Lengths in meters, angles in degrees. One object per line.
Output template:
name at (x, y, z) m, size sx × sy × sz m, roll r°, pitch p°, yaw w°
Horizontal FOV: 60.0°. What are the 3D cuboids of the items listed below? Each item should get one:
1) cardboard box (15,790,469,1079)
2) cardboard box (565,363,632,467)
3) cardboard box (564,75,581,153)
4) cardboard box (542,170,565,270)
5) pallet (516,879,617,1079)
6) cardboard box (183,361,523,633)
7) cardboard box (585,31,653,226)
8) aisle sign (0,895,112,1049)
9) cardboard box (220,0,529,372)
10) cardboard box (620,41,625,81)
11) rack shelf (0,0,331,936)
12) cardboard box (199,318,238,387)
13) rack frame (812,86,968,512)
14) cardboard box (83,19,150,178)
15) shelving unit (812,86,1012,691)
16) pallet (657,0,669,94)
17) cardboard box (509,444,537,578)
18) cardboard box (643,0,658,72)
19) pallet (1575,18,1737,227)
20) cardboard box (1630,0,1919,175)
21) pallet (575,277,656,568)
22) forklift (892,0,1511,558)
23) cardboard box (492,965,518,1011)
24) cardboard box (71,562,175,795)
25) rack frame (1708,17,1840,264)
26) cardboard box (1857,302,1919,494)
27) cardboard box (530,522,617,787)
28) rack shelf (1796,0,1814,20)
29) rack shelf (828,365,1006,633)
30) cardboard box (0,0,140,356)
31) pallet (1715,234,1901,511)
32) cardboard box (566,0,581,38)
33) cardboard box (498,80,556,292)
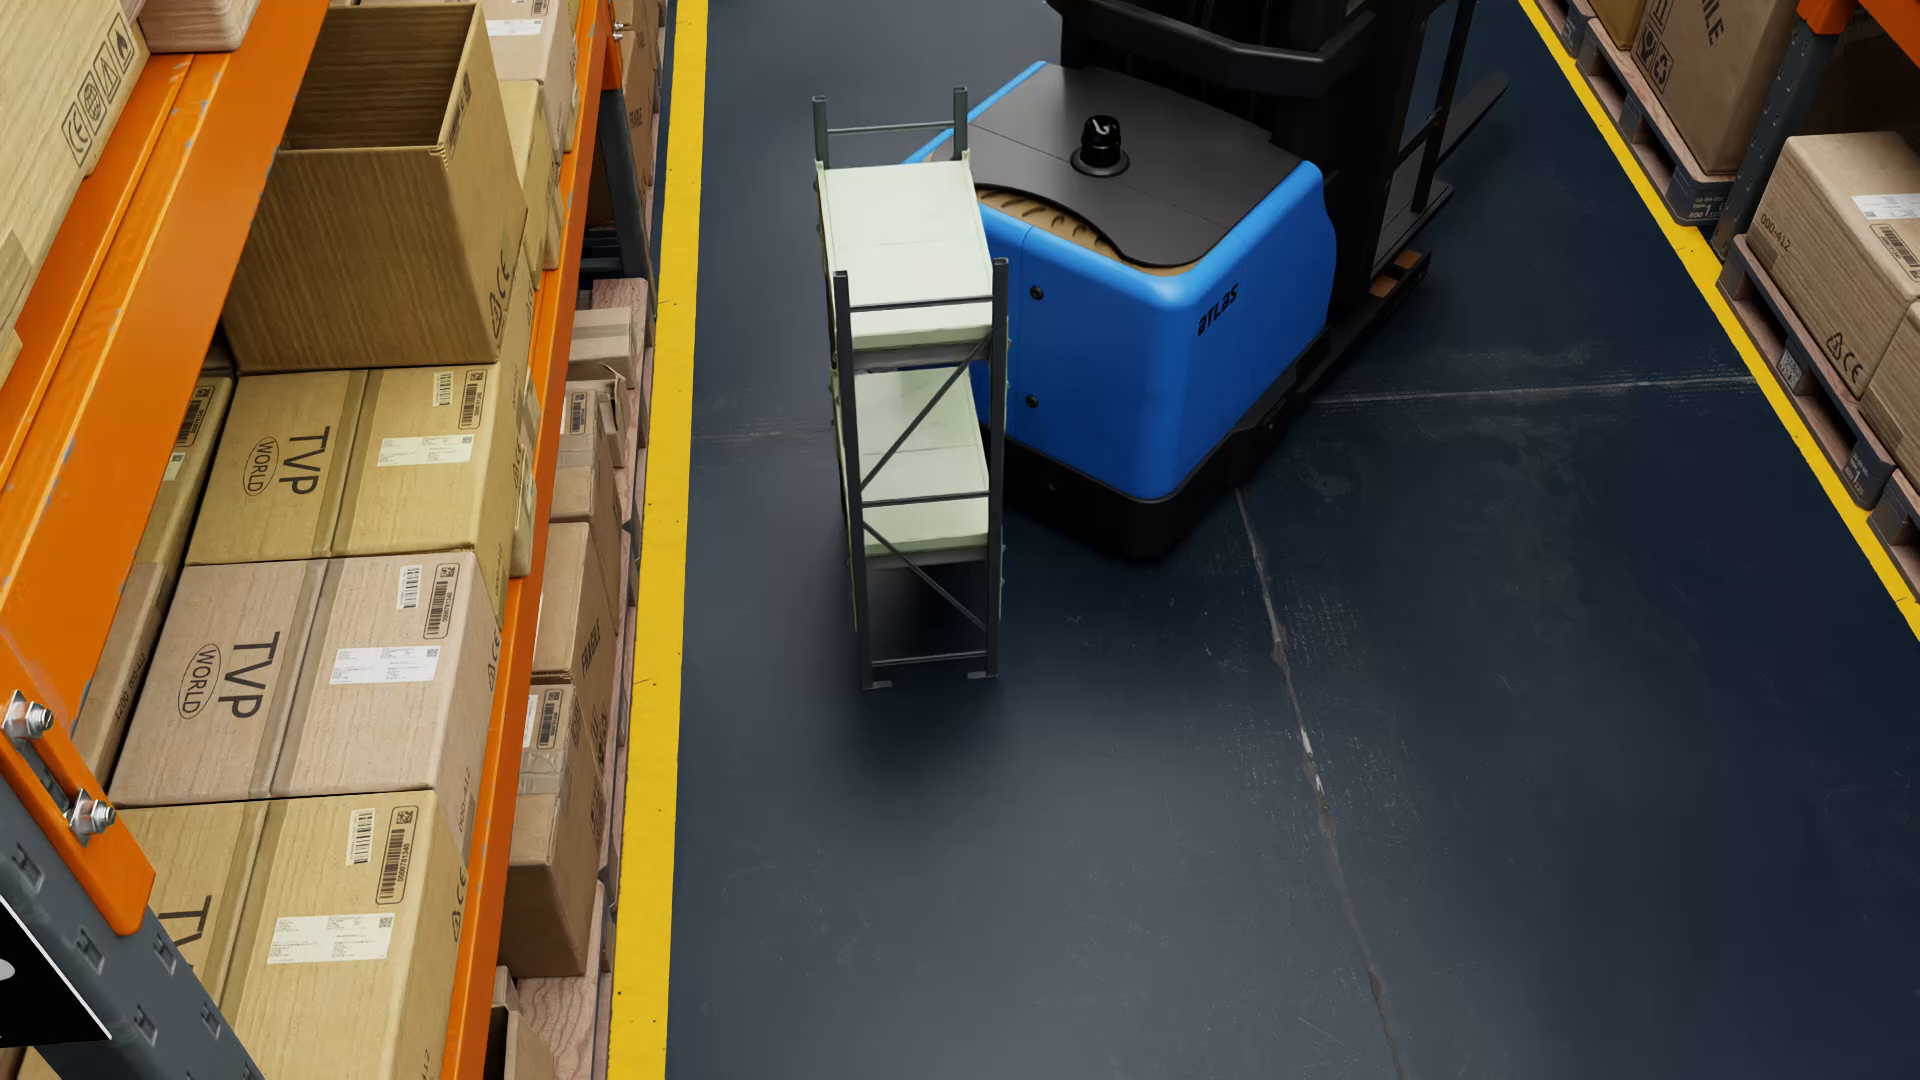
cardboard box at (-1.034, 0.660, 2.457) m, size 0.500 × 0.250 × 0.500 m, roll -3°, pitch 47°, yaw -3°
cardboard box at (-1.230, -0.399, 5.156) m, size 0.396 × 0.266 × 0.258 m, roll -2°, pitch 47°, yaw -2°
cardboard box at (-1.232, -1.163, 4.459) m, size 0.380 × 0.149 × 0.250 m, roll -2°, pitch 47°, yaw -2°
cardboard box at (-1.187, -0.789, 4.104) m, size 0.380 × 0.149 × 0.250 m, roll -4°, pitch 47°, yaw -4°
pallet at (-1.338, 1.383, 3.795) m, size 1.003 × 0.211 × 1.213 m, roll -3°, pitch 47°, yaw -3°
cardboard box at (-1.122, -0.071, 3.150) m, size 0.500 × 0.250 × 0.500 m, roll -4°, pitch 47°, yaw -4°
cardboard box at (-1.415, -1.487, 6.025) m, size 0.500 × 0.500 × 0.500 m, roll -2°, pitch 47°, yaw -2°
aisle sign at (-0.966, 0.193, 1.211) m, size 0.394 × 0.787 × 0.004 m, roll -3°, pitch 47°, yaw -3°
cardboard box at (-1.160, -0.683, 3.213) m, size 0.500 × 0.500 × 0.500 m, roll -2°, pitch 47°, yaw -2°
cardboard box at (-1.364, -1.622, 5.706) m, size 0.380 × 0.149 × 0.250 m, roll -1°, pitch 47°, yaw -1°
rack shelf at (-1.432, -1.176, 2.727) m, size 1.077 × 0.370 × 4.000 m, roll -3°, pitch 47°, yaw -3°
cardboard box at (-1.690, -0.422, 3.482) m, size 0.500 × 0.250 × 0.500 m, roll -4°, pitch 47°, yaw -3°
rack frame at (-0.180, -0.630, 4.814) m, size 0.400 × 1.500 × 0.023 m, roll -5°, pitch 47°, yaw -5°
cardboard box at (-1.112, -0.509, 1.773) m, size 0.380 × 0.149 × 0.250 m, roll -3°, pitch 47°, yaw -3°
shelving unit at (-0.134, -0.367, 4.564) m, size 0.431 × 1.500 × 0.755 m, roll -5°, pitch 47°, yaw -5°
pallet at (-1.810, -2.351, 7.331) m, size 1.003 × 0.211 × 1.213 m, roll -3°, pitch 47°, yaw -3°
cardboard box at (-1.077, -0.048, 3.402) m, size 0.380 × 0.149 × 0.250 m, roll -5°, pitch 47°, yaw -4°
cardboard box at (-1.507, -2.233, 6.731) m, size 0.500 × 0.500 × 0.500 m, roll -5°, pitch 47°, yaw -4°
pallet at (3.207, -1.738, 6.750) m, size 1.003 × 0.211 × 1.213 m, roll -3°, pitch 47°, yaw -3°
cardboard box at (3.215, -2.001, 6.253) m, size 0.875 × 0.875 × 0.875 m, roll -2°, pitch 47°, yaw -2°
pallet at (-1.543, -0.383, 5.467) m, size 1.003 × 0.211 × 1.213 m, roll -3°, pitch 47°, yaw -3°
forklift at (1.060, -1.984, 5.110) m, size 1.130 × 2.935 × 3.031 m, roll 28°, pitch 53°, yaw 24°
cardboard box at (-1.218, 1.133, 3.785) m, size 0.380 × 0.149 × 0.250 m, roll -5°, pitch 47°, yaw -5°
cardboard box at (-1.609, 0.315, 2.784) m, size 0.500 × 0.250 × 0.500 m, roll -3°, pitch 47°, yaw -3°
rack frame at (3.347, -2.143, 5.214) m, size 1.000 × 3.000 × 0.127 m, roll -3°, pitch 47°, yaw -3°
cardboard box at (3.368, -0.298, 4.942) m, size 0.875 × 0.438 × 0.875 m, roll -5°, pitch 47°, yaw -4°
cardboard box at (-1.198, 0.313, 4.320) m, size 0.500 × 0.500 × 0.500 m, roll -3°, pitch 47°, yaw -3°
rack shelf at (3.179, -3.343, 6.845) m, size 1.077 × 0.370 × 4.000 m, roll -3°, pitch 47°, yaw -3°
rack shelf at (-0.134, -0.143, 4.801) m, size 0.431 × 0.370 × 0.720 m, roll -5°, pitch 47°, yaw -5°
cardboard box at (-1.029, -0.364, 1.362) m, size 0.500 × 0.250 × 0.500 m, roll -4°, pitch 47°, yaw -4°
pallet at (3.332, -0.629, 5.701) m, size 1.003 × 0.211 × 1.213 m, roll -3°, pitch 47°, yaw -3°
cardboard box at (-1.313, -1.536, 4.537) m, size 0.500 × 0.250 × 0.500 m, roll -2°, pitch 47°, yaw -2°
cardboard box at (-1.228, -0.813, 3.852) m, size 0.500 × 0.250 × 0.500 m, roll -4°, pitch 47°, yaw -4°
